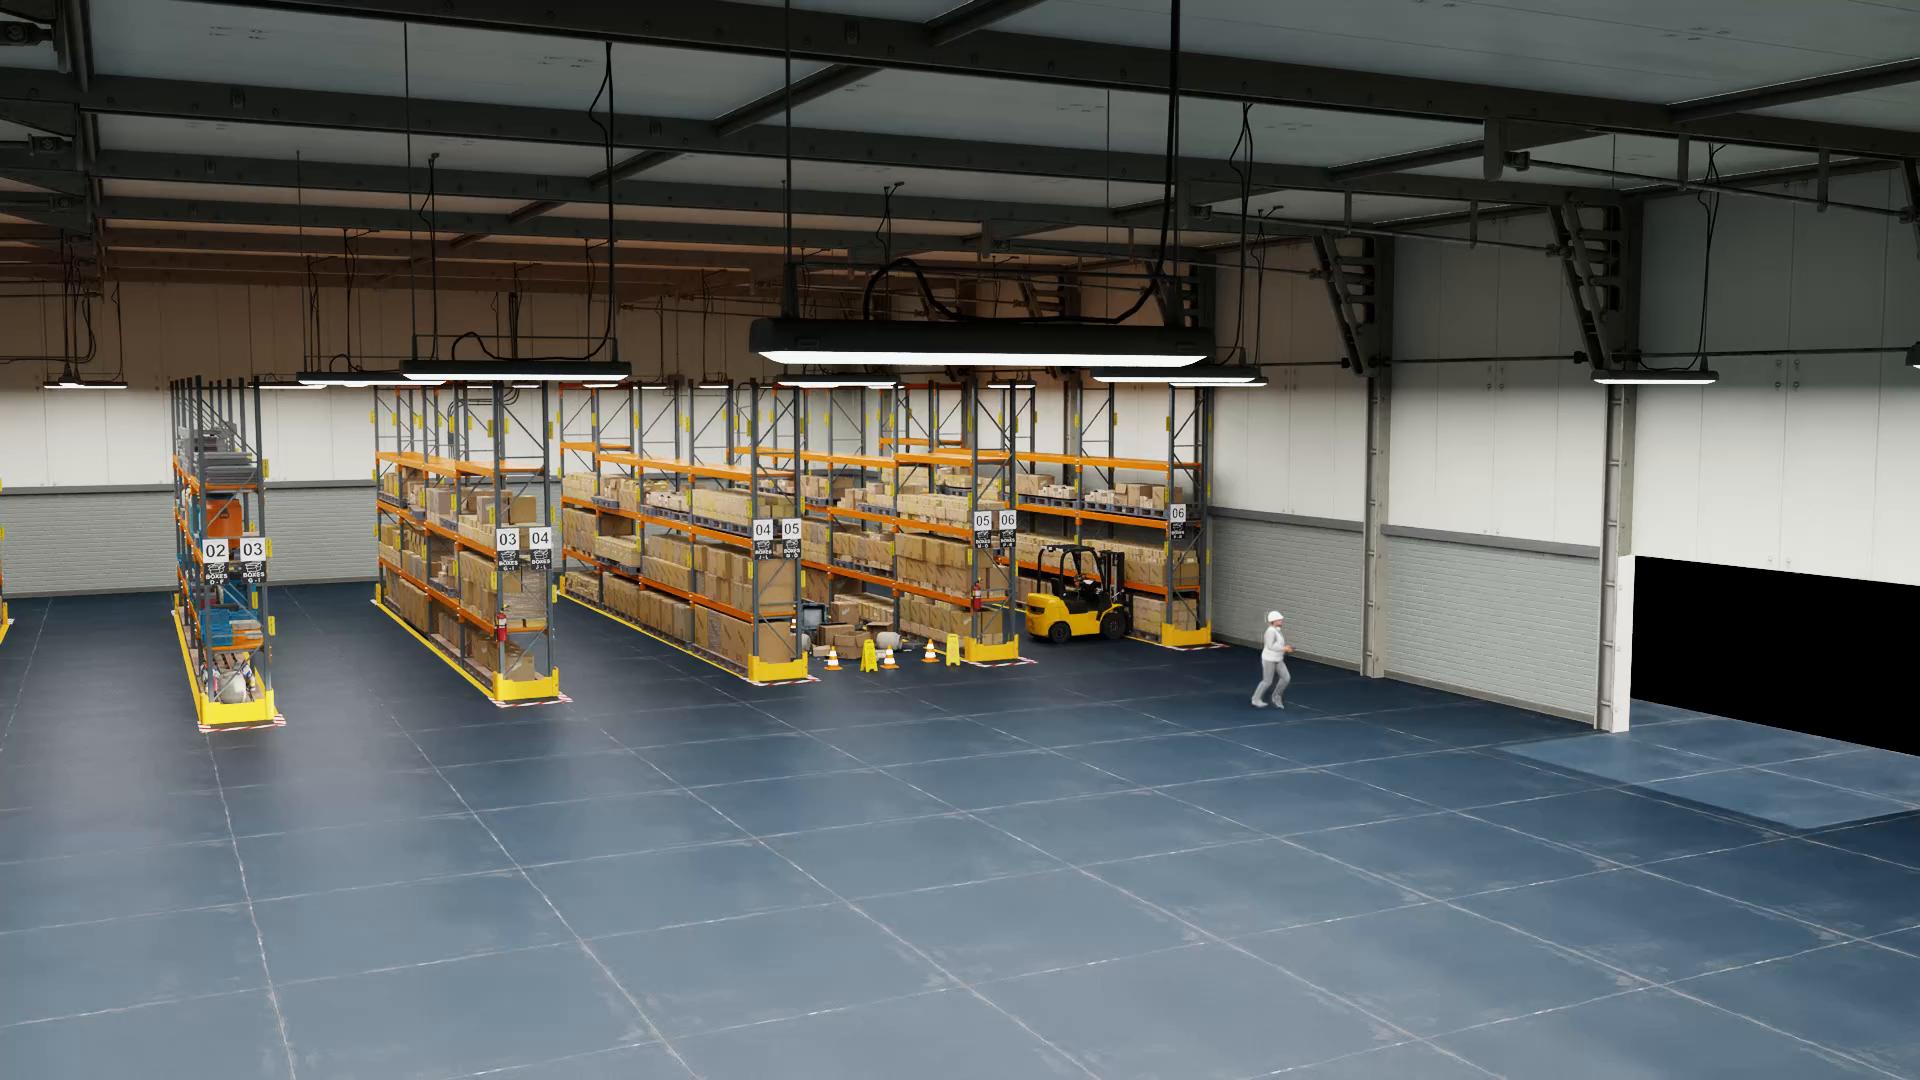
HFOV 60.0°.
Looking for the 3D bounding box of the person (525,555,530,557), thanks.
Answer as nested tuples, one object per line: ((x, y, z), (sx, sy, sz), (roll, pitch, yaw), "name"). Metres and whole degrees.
((-11.916, 0.796, 45.647), (0.713, 1.783, 0.852), (-1, 5, -16), "person")

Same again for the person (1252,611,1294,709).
((5.658, 2.187, 30.005), (0.772, 1.813, 0.609), (3, 6, 30), "person")
